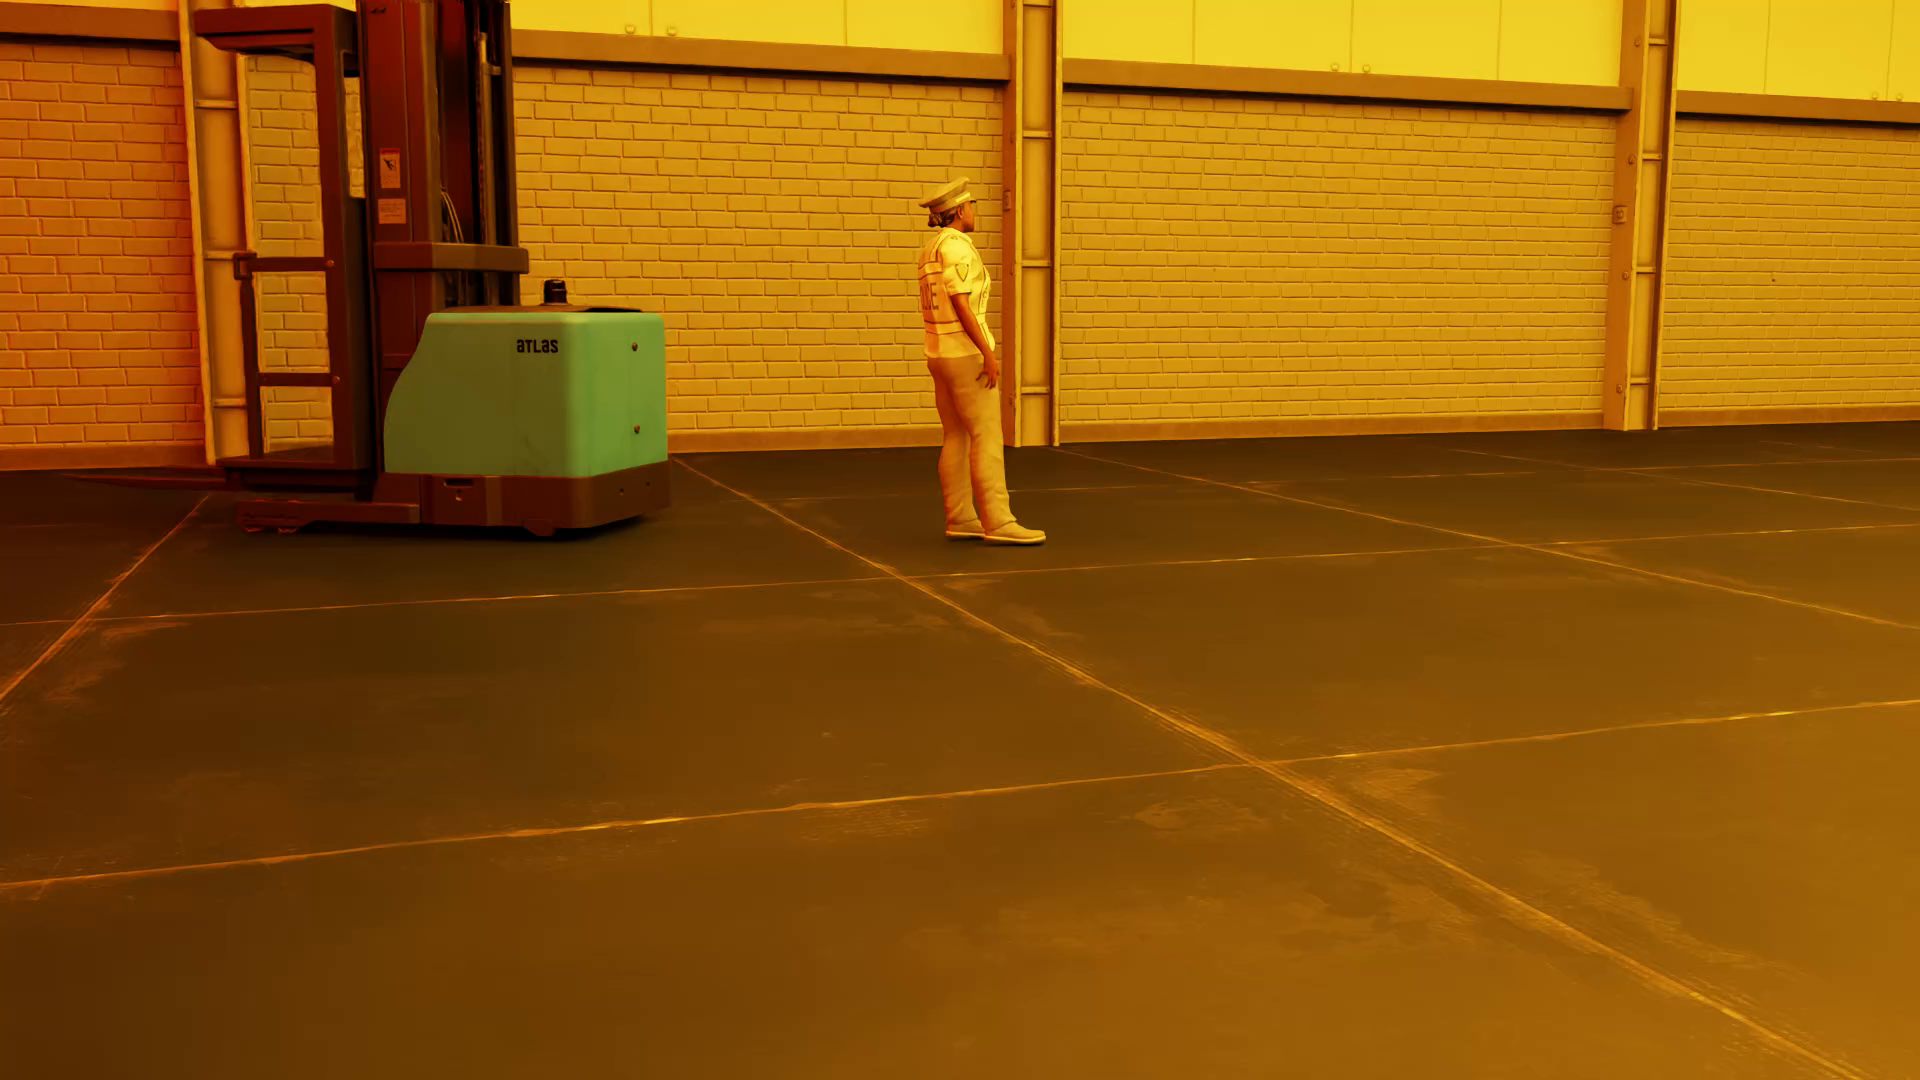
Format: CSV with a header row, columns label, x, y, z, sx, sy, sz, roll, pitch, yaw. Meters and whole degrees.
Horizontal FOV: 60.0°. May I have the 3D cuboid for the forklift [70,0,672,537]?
label,x,y,z,sx,sy,sz,roll,pitch,yaw
forklift,-3.083,-1.550,8.441,3.031,2.935,1.130,2,8,14

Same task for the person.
label,x,y,z,sx,sy,sz,roll,pitch,yaw
person,0.077,-0.847,7.813,0.530,1.695,0.569,-3,8,-18
